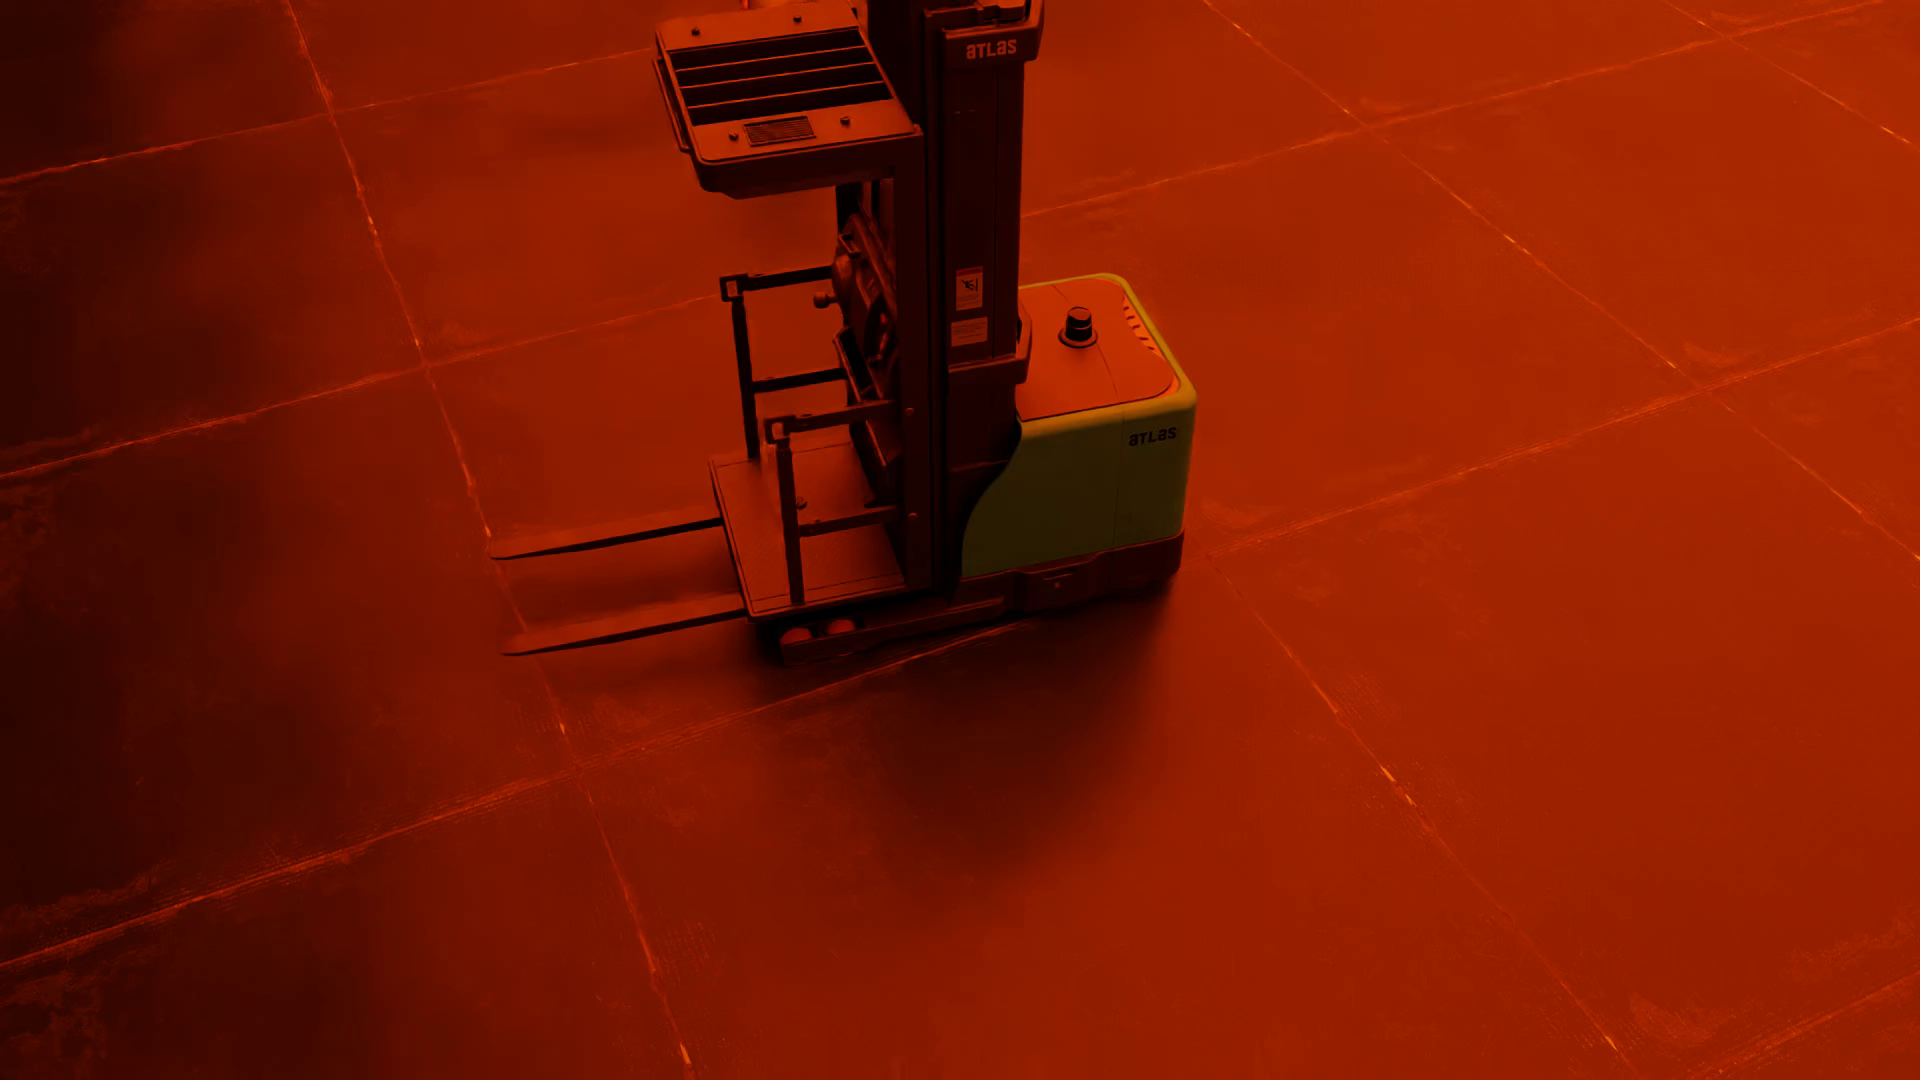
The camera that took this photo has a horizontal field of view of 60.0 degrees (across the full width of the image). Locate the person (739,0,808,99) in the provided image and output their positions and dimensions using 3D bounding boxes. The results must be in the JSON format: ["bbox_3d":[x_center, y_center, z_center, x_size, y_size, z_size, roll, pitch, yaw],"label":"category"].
[{"bbox_3d":[-1.181,-3.427,10.305,0.555,1.693,0.486,-31,51,-29],"label":"person"}]

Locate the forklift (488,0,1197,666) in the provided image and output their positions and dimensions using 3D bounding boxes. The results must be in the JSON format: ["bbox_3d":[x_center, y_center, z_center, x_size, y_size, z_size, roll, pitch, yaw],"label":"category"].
[{"bbox_3d":[-0.568,-0.929,6.676,3.031,2.935,1.130,-11,44,-12],"label":"forklift"}]
